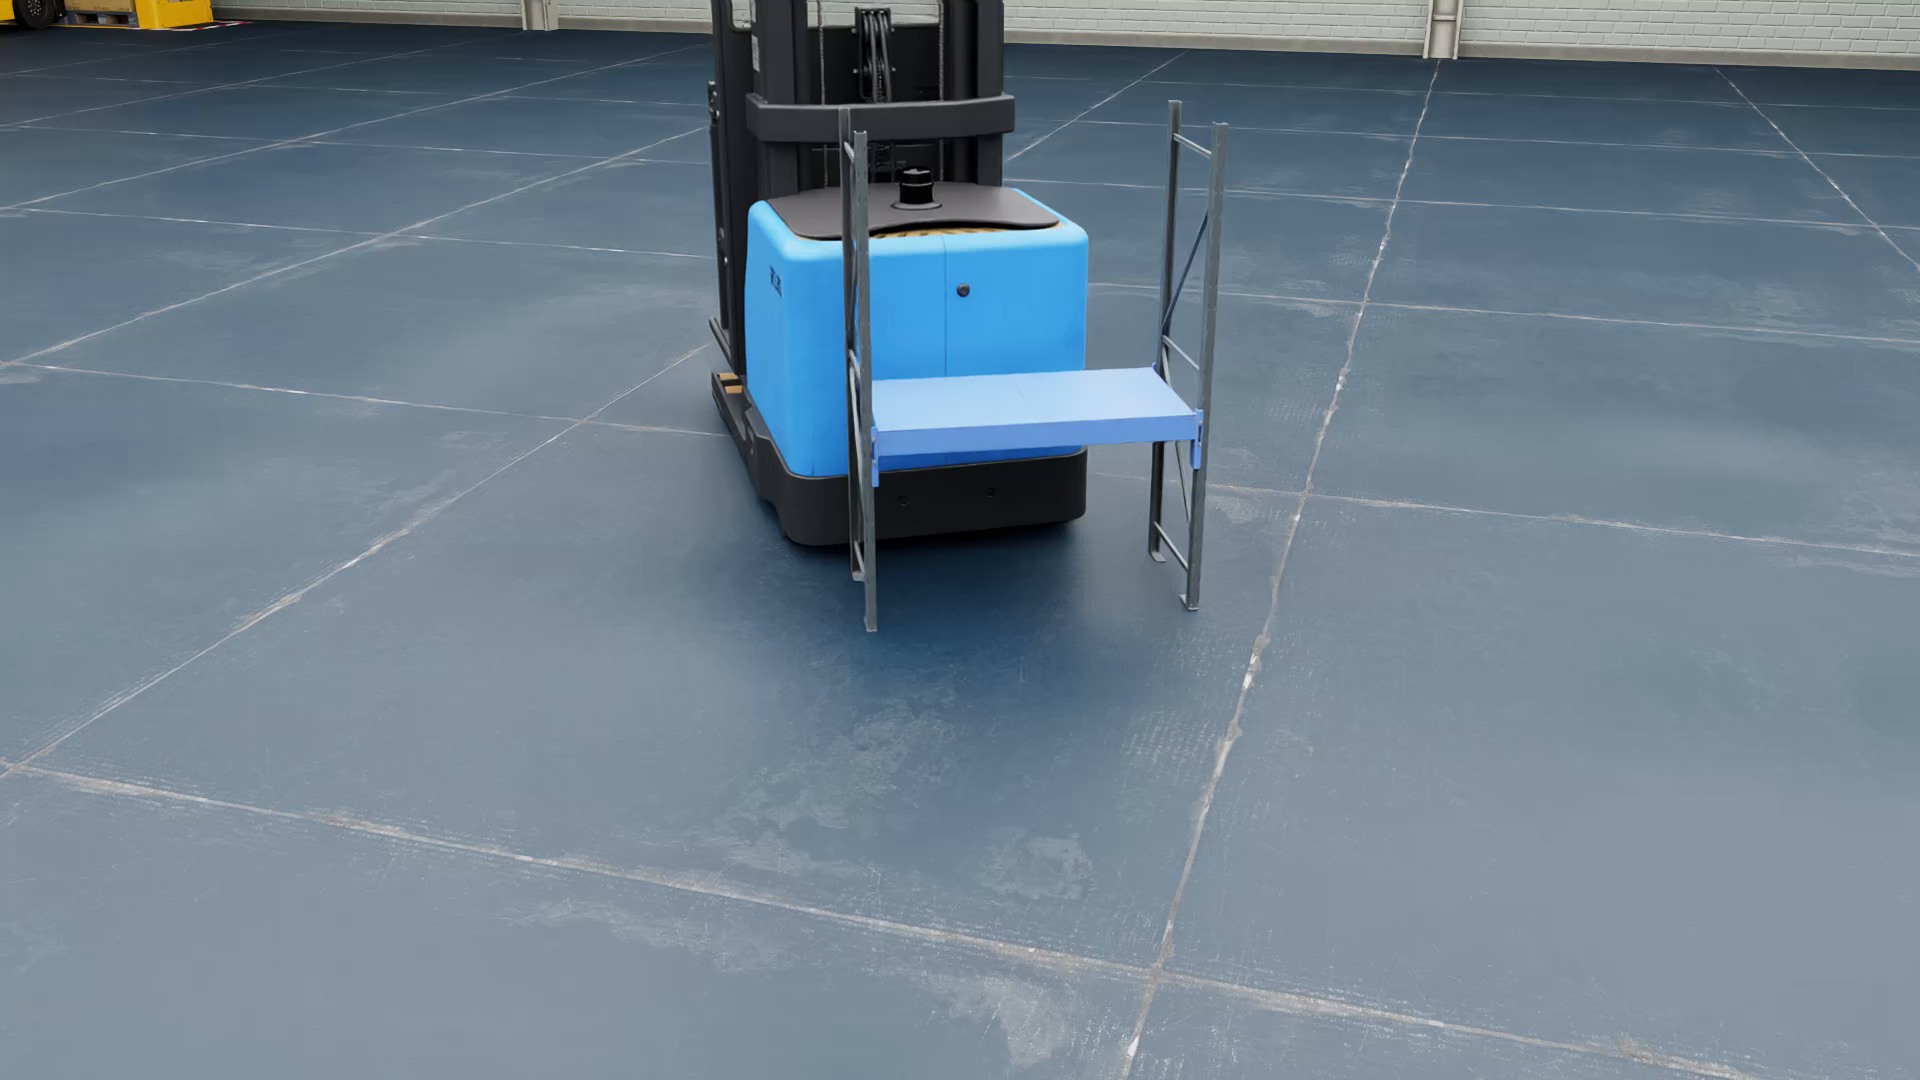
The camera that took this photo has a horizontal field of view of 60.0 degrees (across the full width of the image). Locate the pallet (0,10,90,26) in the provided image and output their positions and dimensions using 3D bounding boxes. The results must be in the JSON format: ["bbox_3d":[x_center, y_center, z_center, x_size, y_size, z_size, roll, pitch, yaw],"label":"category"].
[{"bbox_3d":[-13.028,-7.606,24.035,1.213,0.211,1.003,7,23,15],"label":"pallet"}]

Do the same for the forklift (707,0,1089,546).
[{"bbox_3d":[-0.437,-1.867,6.459,1.130,2.935,3.031,-6,23,-14],"label":"forklift"}]

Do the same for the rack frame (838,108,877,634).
[{"bbox_3d":[-0.308,-0.503,5.019,0.032,1.500,0.500,-4,23,-9],"label":"rack frame"}]

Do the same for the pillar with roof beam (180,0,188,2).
[{"bbox_3d":[-12.769,-10.309,19.043,0.400,9.000,9.100,7,23,16],"label":"pillar with roof beam"}]

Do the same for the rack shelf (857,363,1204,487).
[{"bbox_3d":[0.194,-0.367,5.162,1.000,0.185,0.538,-4,23,-9],"label":"rack shelf"}]

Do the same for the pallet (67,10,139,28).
[{"bbox_3d":[-11.864,-7.472,23.707,1.213,0.211,1.003,7,23,16],"label":"pallet"}]

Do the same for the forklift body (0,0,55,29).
[{"bbox_3d":[-13.462,-7.846,22.063,1.214,2.155,2.313,7,23,16],"label":"forklift body"}]

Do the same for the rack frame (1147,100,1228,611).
[{"bbox_3d":[0.696,-0.564,5.170,0.032,1.500,0.500,-4,23,-9],"label":"rack frame"}]

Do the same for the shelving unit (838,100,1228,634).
[{"bbox_3d":[0.194,-0.533,5.094,1.048,1.500,0.538,-4,23,-9],"label":"shelving unit"}]

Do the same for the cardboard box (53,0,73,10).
[{"bbox_3d":[-12.610,-7.668,23.582,0.500,0.250,0.500,7,23,16],"label":"cardboard box"}]

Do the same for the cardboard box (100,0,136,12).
[{"bbox_3d":[-11.660,-7.552,23.299,0.500,0.250,0.500,7,23,16],"label":"cardboard box"}]
